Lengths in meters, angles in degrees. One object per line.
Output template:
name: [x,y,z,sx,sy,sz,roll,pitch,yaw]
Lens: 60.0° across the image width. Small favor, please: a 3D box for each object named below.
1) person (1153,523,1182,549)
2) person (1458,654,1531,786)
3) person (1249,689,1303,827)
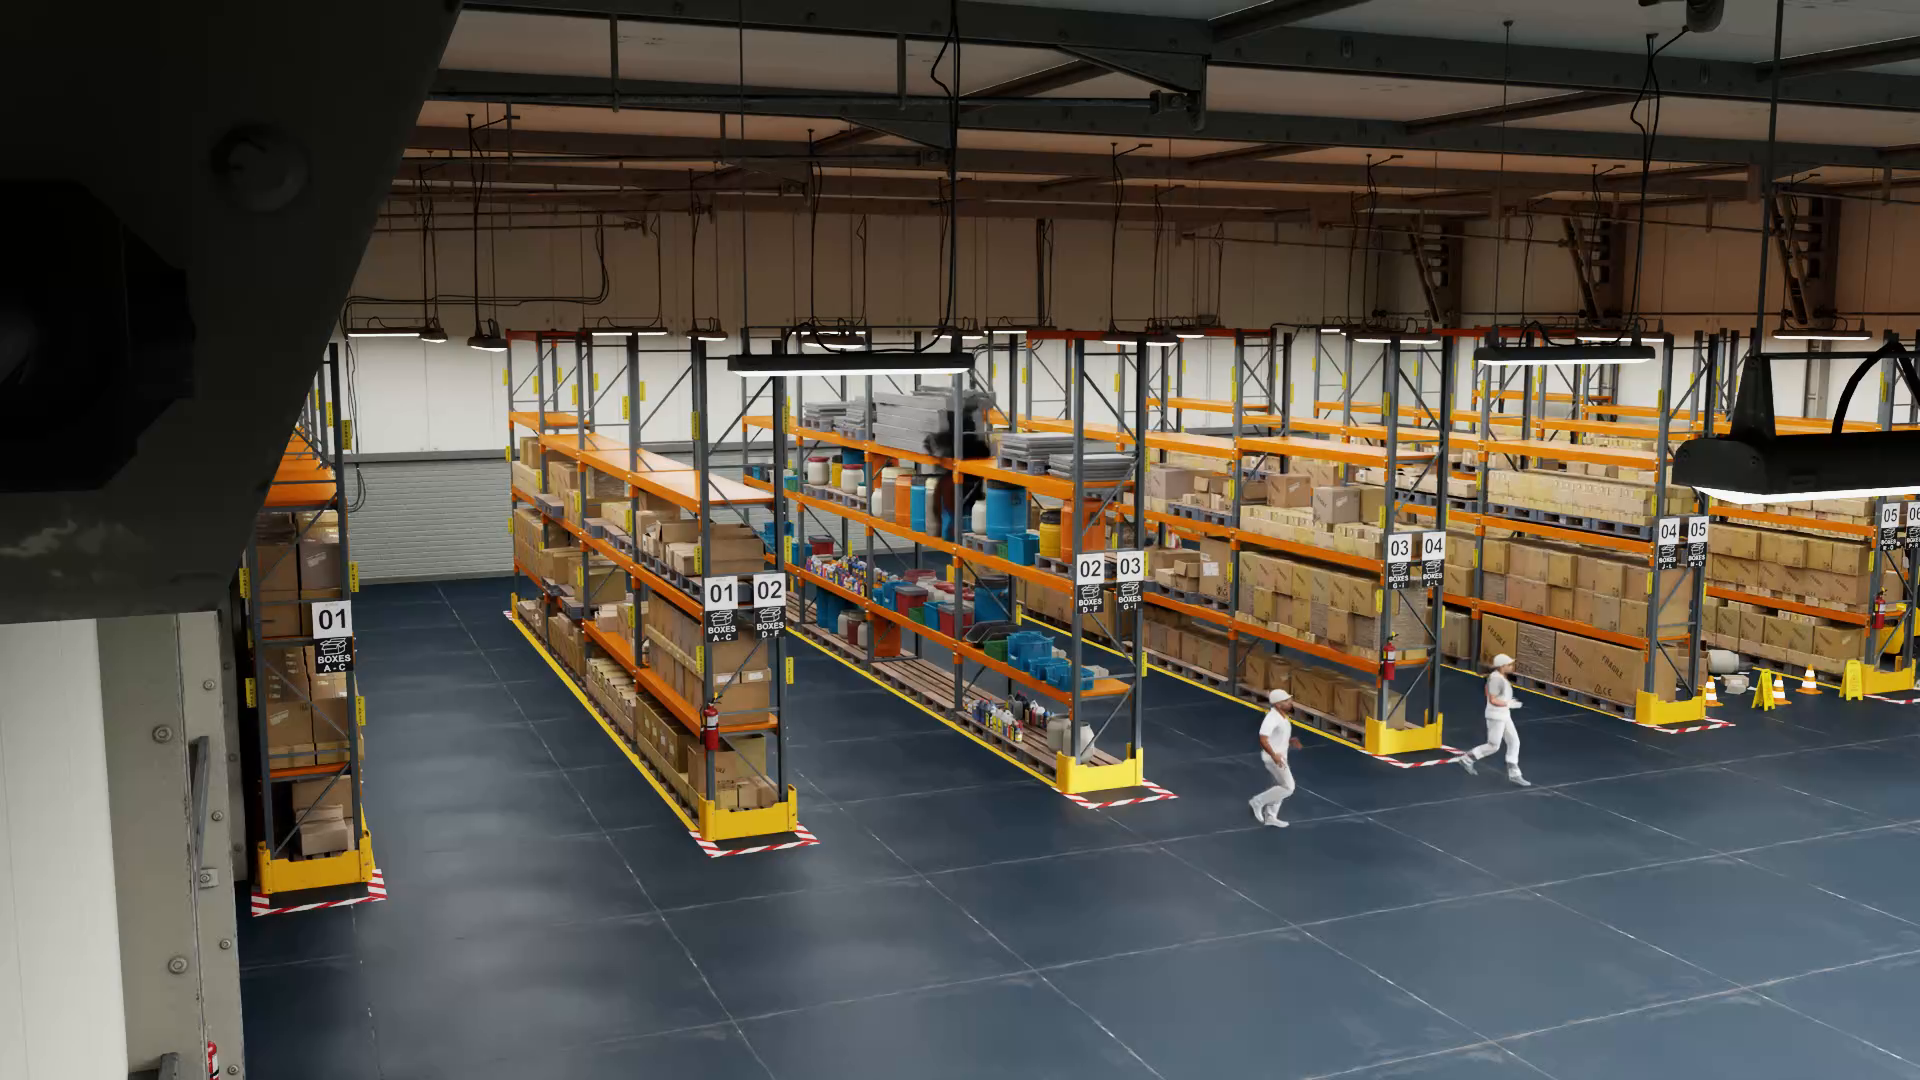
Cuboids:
person: [4.612,0.459,36.857,0.650,1.768,0.722,-2,8,-13]
person: [7.231,2.409,22.417,0.952,1.787,0.690,4,9,27]
person: [3.920,2.690,20.590,0.618,1.732,0.687,2,8,14]
